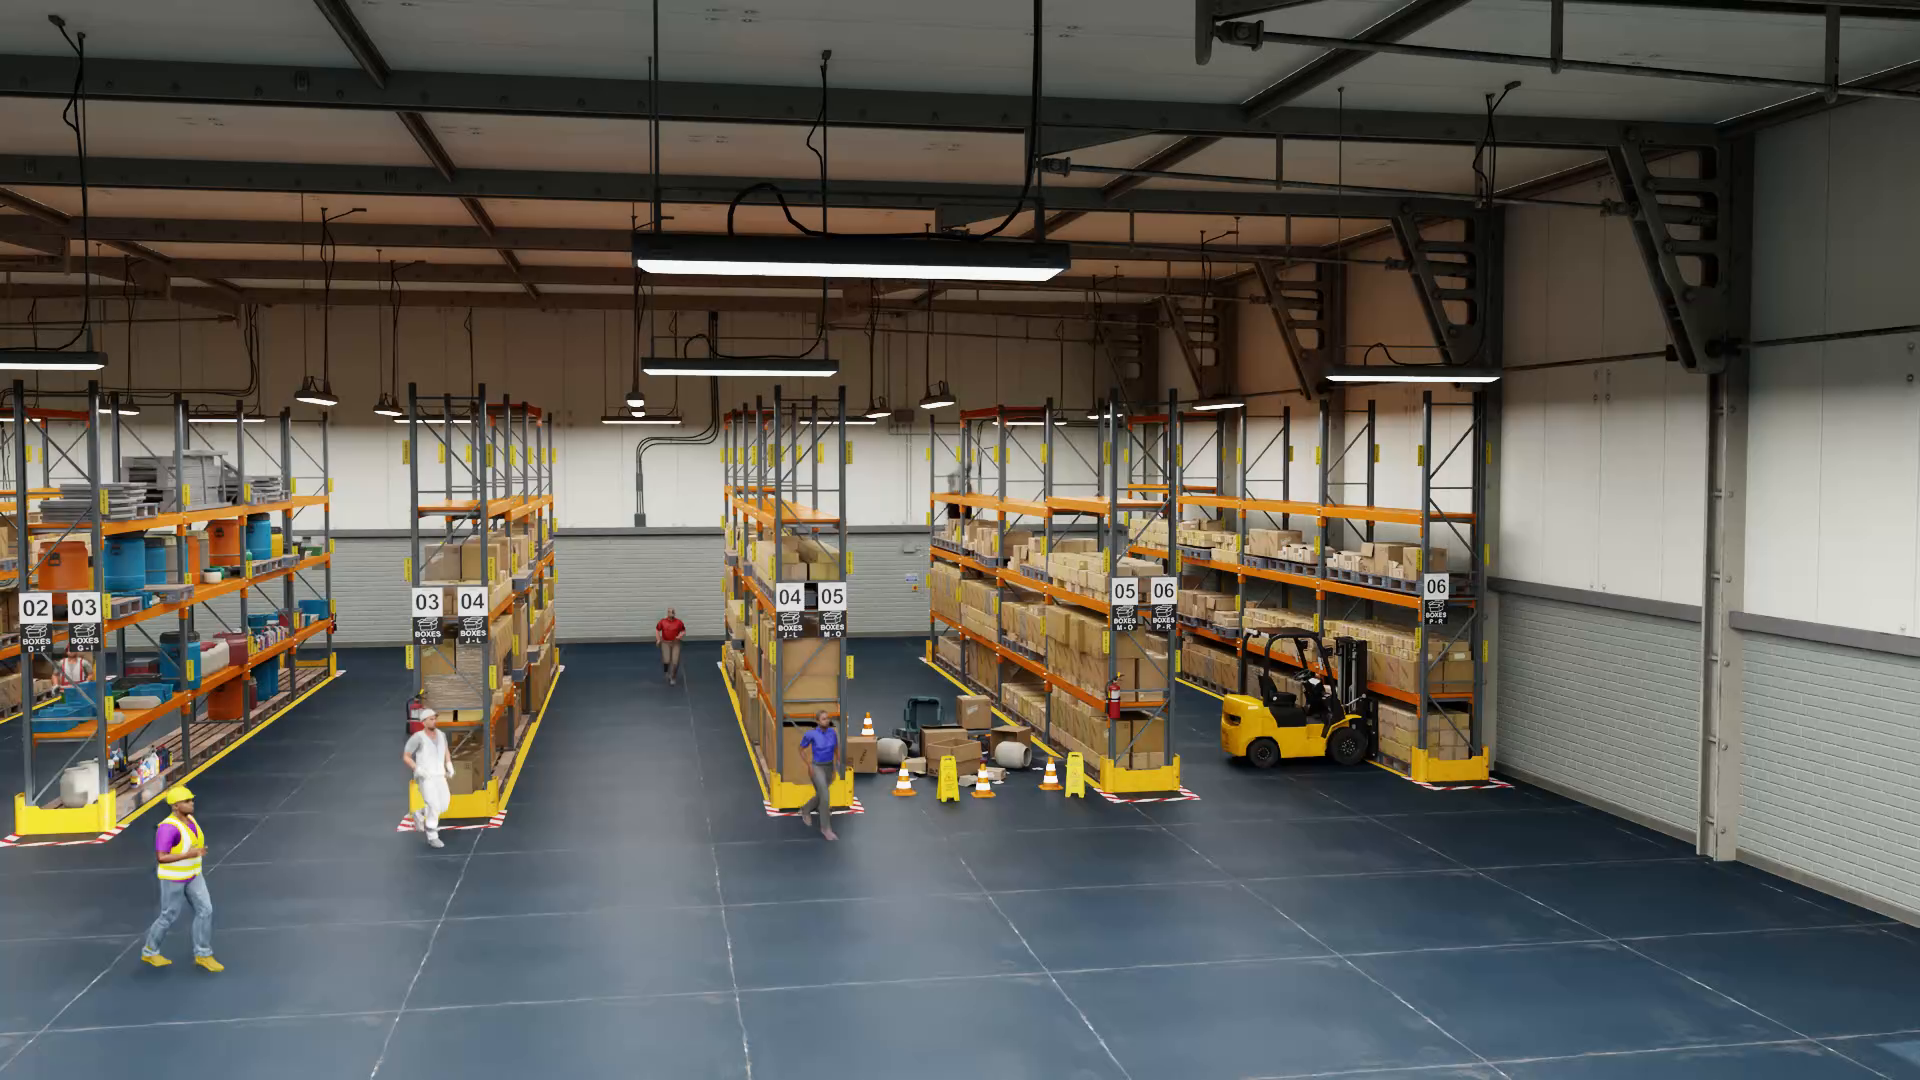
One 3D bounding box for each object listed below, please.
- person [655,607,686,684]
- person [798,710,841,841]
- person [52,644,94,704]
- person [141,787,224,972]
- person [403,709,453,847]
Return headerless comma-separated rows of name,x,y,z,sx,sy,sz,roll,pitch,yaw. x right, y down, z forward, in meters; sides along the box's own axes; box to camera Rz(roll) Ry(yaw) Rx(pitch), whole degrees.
person,-6.324,2.318,36.369,0.667,1.681,0.595,-1,3,-12
person,-1.851,3.063,21.954,0.555,1.672,0.829,-3,4,-42
person,-15.509,2.661,29.085,0.658,1.738,0.601,-1,3,-25
person,-7.536,3.286,16.090,0.785,1.805,0.691,0,3,9
person,-6.875,3.053,21.470,0.637,1.762,0.713,2,3,30
